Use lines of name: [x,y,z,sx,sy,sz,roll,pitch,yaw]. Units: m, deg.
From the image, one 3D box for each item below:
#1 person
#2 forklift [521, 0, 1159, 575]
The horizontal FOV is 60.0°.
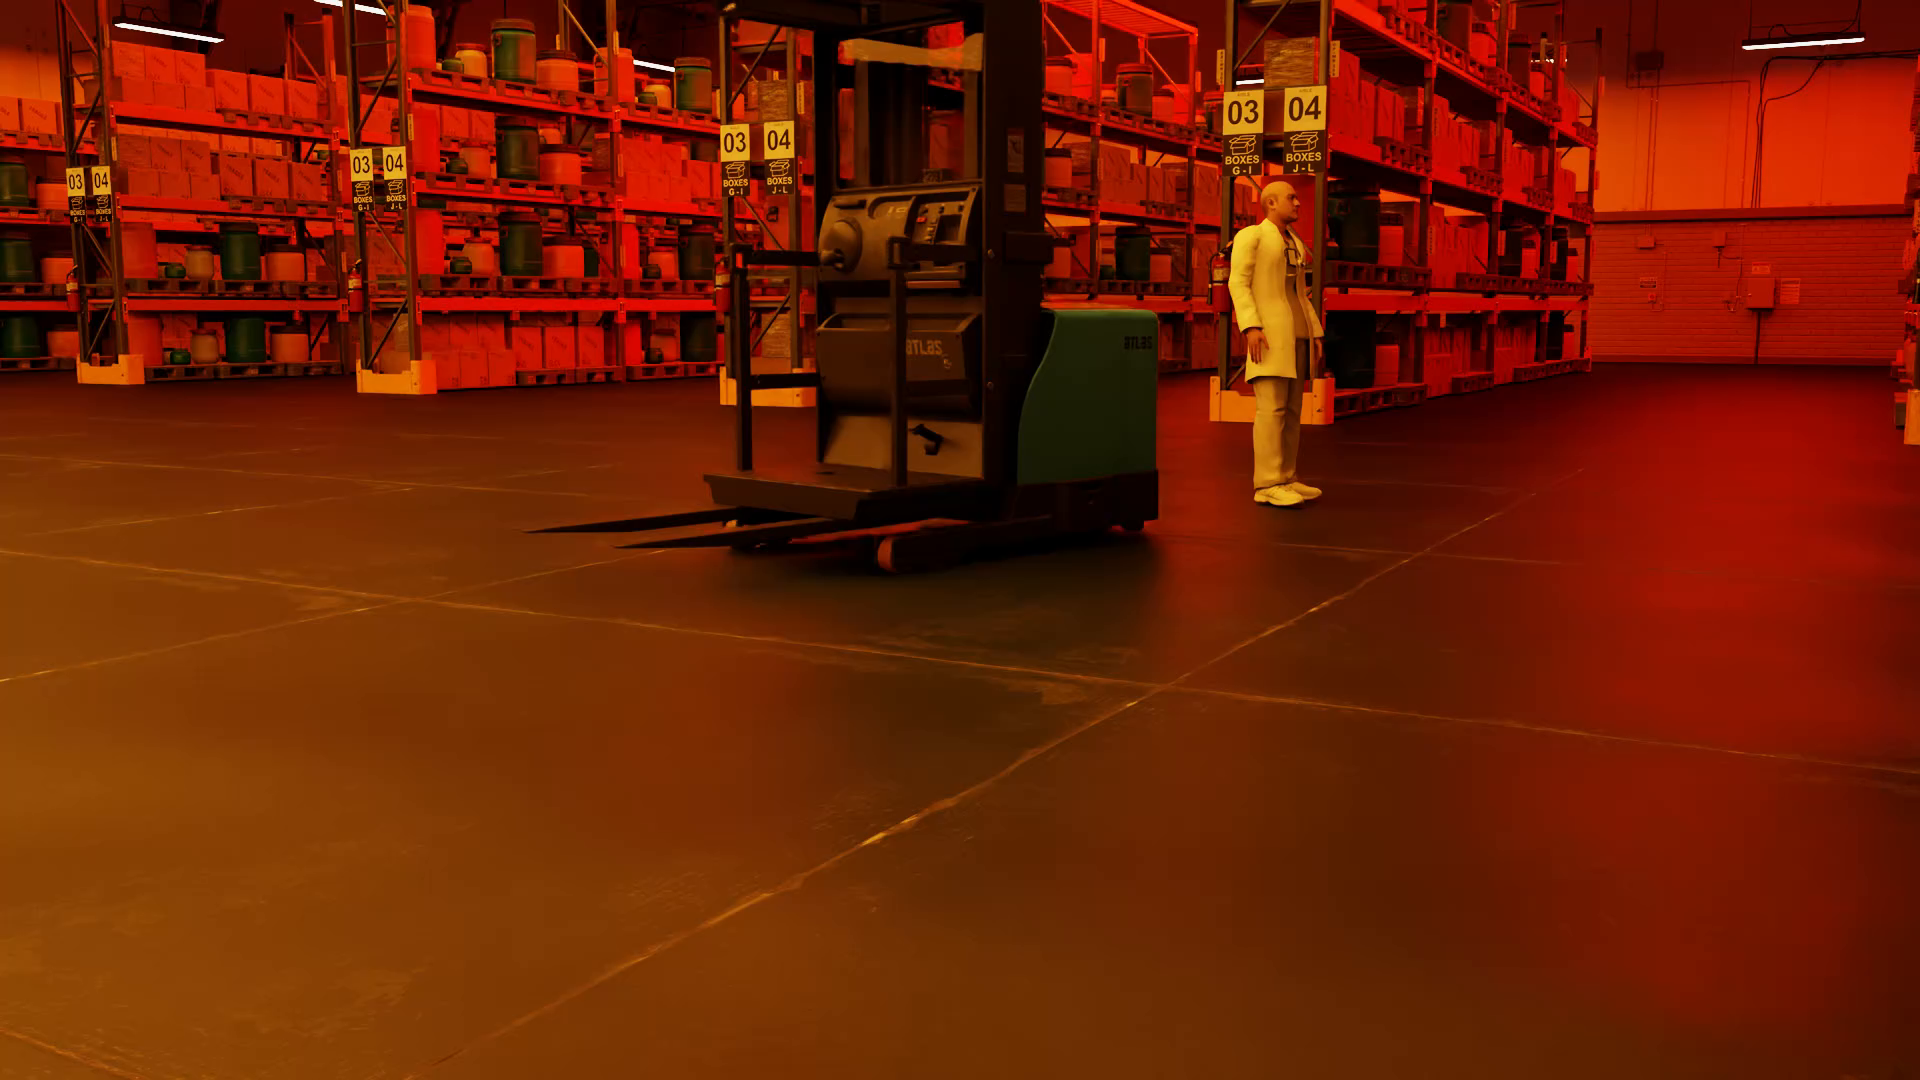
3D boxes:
person: [1.859,-1.107,9.281,0.695,1.775,0.583,-7,11,-43]
forklift: [-0.423,-1.387,7.146,1.130,2.935,3.031,7,11,43]
